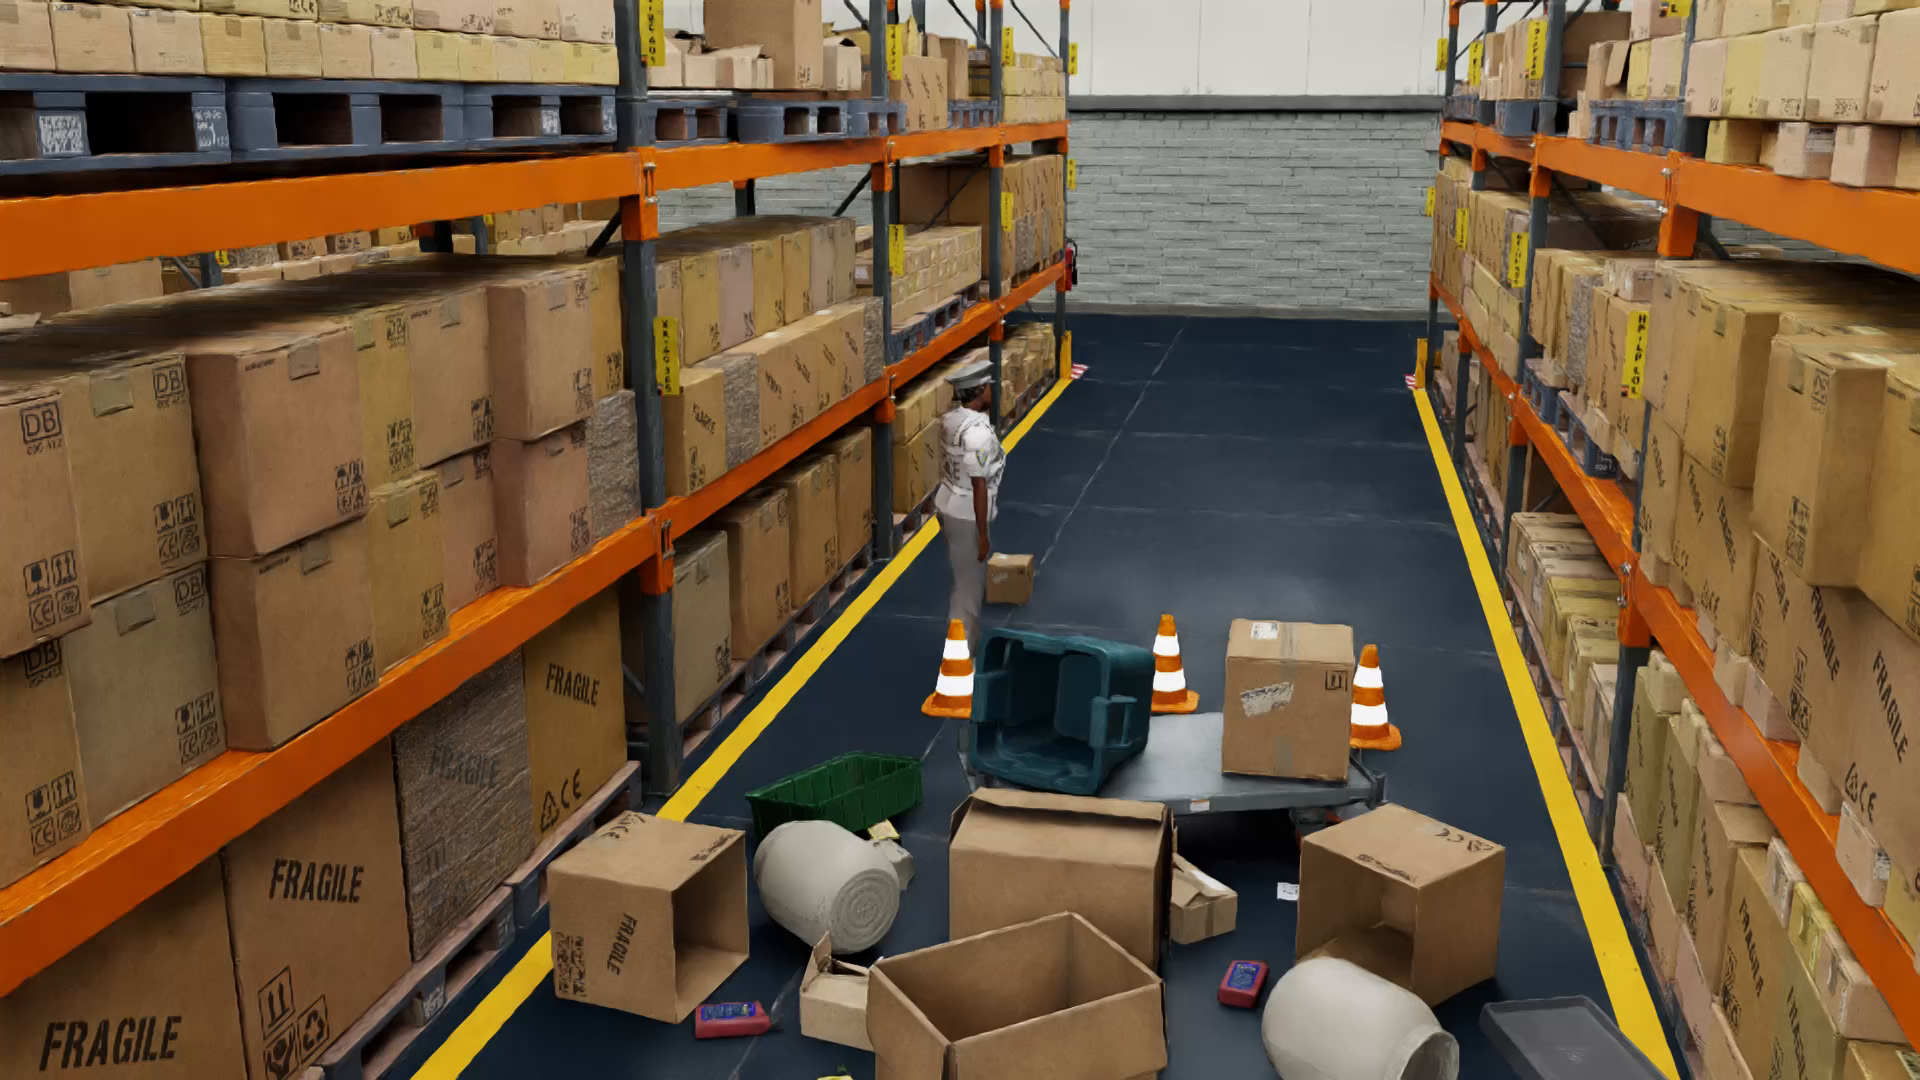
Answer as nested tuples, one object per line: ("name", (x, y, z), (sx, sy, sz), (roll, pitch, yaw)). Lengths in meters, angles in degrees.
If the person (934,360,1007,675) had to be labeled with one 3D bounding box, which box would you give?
("person", (0.095, -0.100, 8.762), (0.430, 1.685, 0.519), (-4, 15, -15))
